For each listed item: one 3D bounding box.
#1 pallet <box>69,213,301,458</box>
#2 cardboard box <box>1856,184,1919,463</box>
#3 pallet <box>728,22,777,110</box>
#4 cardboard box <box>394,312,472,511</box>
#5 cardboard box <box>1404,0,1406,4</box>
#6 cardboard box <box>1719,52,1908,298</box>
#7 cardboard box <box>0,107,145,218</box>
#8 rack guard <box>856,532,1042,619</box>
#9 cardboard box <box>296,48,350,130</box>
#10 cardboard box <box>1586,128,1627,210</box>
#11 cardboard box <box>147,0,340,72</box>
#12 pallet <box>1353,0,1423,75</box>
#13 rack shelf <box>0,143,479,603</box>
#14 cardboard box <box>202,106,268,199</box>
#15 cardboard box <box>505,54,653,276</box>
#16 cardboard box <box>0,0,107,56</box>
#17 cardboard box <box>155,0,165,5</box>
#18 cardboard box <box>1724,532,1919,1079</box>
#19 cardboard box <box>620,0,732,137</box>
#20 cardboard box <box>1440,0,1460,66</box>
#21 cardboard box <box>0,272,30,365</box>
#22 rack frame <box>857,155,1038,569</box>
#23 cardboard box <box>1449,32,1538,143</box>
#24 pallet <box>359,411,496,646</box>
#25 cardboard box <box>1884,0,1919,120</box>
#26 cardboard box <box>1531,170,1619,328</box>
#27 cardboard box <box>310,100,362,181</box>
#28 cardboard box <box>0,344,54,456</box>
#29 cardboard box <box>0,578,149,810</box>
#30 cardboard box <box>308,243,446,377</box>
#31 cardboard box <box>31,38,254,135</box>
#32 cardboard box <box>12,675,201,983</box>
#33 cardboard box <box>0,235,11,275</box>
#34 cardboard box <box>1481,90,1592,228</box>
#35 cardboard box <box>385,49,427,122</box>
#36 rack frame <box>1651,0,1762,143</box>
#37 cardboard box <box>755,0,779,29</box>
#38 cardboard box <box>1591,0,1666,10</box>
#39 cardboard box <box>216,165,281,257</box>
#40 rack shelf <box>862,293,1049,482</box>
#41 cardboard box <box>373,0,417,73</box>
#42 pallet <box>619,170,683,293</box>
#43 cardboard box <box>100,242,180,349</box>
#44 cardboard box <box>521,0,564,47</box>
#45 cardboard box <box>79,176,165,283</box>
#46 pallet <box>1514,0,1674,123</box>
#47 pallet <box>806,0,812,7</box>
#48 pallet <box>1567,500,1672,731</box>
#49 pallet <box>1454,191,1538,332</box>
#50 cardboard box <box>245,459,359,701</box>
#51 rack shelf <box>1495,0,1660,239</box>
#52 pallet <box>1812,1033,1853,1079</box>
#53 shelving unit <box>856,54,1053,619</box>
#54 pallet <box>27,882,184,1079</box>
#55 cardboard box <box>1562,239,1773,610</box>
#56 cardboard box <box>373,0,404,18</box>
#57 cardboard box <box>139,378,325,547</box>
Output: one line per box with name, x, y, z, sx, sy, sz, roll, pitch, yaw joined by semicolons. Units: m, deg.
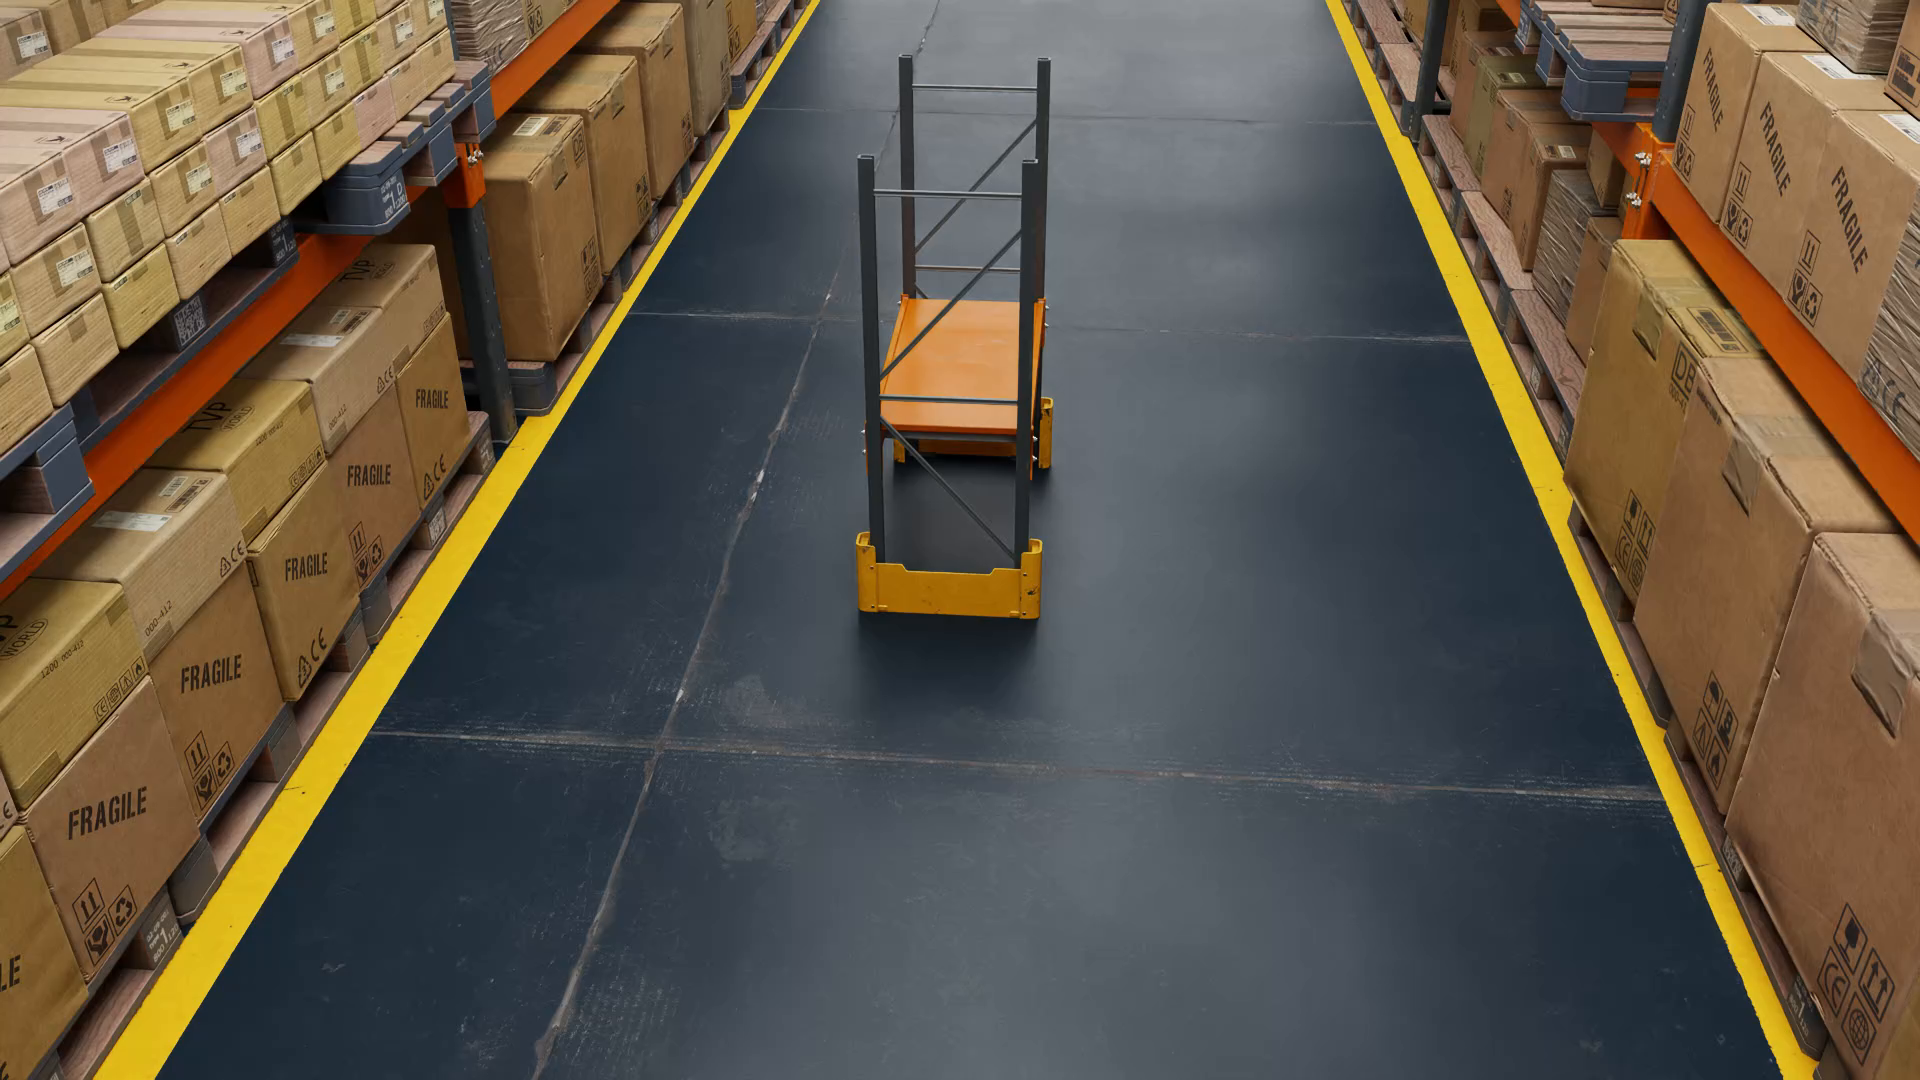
pallet;-2.330;-0.568;3.995;1.003;0.211;1.213;2;32;4
cardboard box;2.294;-0.422;3.481;0.500;0.500;0.500;3;32;4
pallet;-1.745;-2.985;10.393;1.003;0.211;1.213;2;32;4
cardboard box;-2.003;-0.446;5.596;0.500;0.500;0.500;2;32;4
cardboard box;3.225;-3.753;10.963;0.500;0.500;0.500;5;32;9
cardboard box;2.375;-0.952;4.340;0.500;0.500;0.500;2;32;3
cardboard box;-1.941;-0.782;3.432;0.380;0.149;0.250;4;32;6
rack guard;-0.034;0.114;5.327;0.587;0.250;0.087;2;32;4
cardboard box;-1.856;-1.199;4.392;0.380;0.149;0.250;3;32;4
cardboard box;2.783;-1.493;6.563;0.500;0.250;0.500;6;32;10
cardboard box;-1.855;-1.328;4.317;0.380;0.149;0.250;3;32;5
pallet;3.167;-3.318;10.934;1.003;0.211;1.213;2;32;4
rack shelf;-2.373;-0.334;4.119;1.077;0.370;4.000;2;32;4
cardboard box;-1.899;-0.932;3.960;0.380;0.149;0.250;3;32;5
cardboard box;-2.003;-1.679;7.360;1.050;0.750;0.750;3;32;5
cardboard box;-2.507;-1.371;4.387;0.380;0.149;0.250;1;32;2
cardboard box;-2.460;-1.637;4.820;0.380;0.149;0.250;2;32;3
cardboard box;2.504;0.593;3.554;1.225;0.875;0.875;1;32;2
cardboard box;-1.845;-2.670;8.968;1.050;0.750;0.750;2;32;4
cardboard box;3.162;-3.135;9.960;0.500;0.500;0.500;13;34;19
cardboard box;-1.985;-0.386;3.073;0.380;0.149;0.250;1;32;2
rack frame;-0.034;-0.417;4.998;0.500;1.500;0.032;2;32;4
cardboard box;2.979;-2.316;8.613;0.700;0.500;0.500;0;32;0
pallet;-2.275;-0.091;5.696;1.003;0.211;1.213;2;32;4
cardboard box;2.594;-1.169;3.736;0.797;0.503;0.637;3;32;5
cardboard box;2.792;-1.187;6.779;0.700;0.500;0.500;0;32;0
cardboard box;-1.859;-1.086;4.492;0.380;0.149;0.250;2;32;3
cardboard box;-1.983;-0.260;3.152;0.380;0.149;0.250;3;32;4
cardboard box;-2.171;0.318;3.643;0.500;0.250;0.500;3;32;5
cardboard box;-2.005;-0.751;5.378;0.500;0.250;0.500;2;32;3
cardboard box;-1.901;-1.059;3.882;0.380;0.149;0.250;4;32;6
cardboard box;-2.170;0.639;3.836;0.500;0.500;0.500;4;32;6
cardboard box;-1.982;-0.517;3.001;0.380;0.149;0.250;2;32;3
cardboard box;2.877;-1.775;7.734;0.700;0.500;0.500;0;32;0
cardboard box;-1.814;-1.351;4.922;0.380;0.149;0.250;2;32;4
rack frame;2.725;-1.422;5.198;1.000;3.000;0.127;2;32;4
cardboard box;-1.694;-3.850;10.762;0.875;0.875;0.875;3;32;4
cardboard box;2.675;-2.223;6.003;0.700;0.500;0.500;7;32;11
cardboard box;-1.902;-0.810;4.045;0.380;0.149;0.250;3;32;5
rack shelf;0.007;-0.530;5.523;0.538;0.185;1.000;2;32;4
cardboard box;-1.817;-1.467;4.828;0.380;0.149;0.250;4;32;6
pallet;-1.969;-1.544;8.055;1.003;0.211;1.213;2;32;4
cardboard box;-1.944;-0.536;3.600;0.380;0.149;0.250;2;32;3
cardboard box;-1.866;-2.218;6.395;0.500;0.500;0.500;2;32;4
cardboard box;-1.943;-0.666;3.527;0.380;0.149;0.250;2;32;3
pallet;2.677;-1.717;5.860;1.213;0.211;1.003;2;32;4
pallet;-1.546;-4.261;12.463;1.003;0.211;1.213;2;32;4
pallet;2.586;0.175;5.266;1.003;0.211;1.213;2;32;4
pallet;2.892;-1.279;7.625;1.003;0.211;1.213;2;32;4
cardboard box;-2.076;0.103;4.706;0.500;0.500;0.500;1;32;2
rack shelf;2.888;-2.161;7.083;1.077;0.370;4.000;2;32;4
pallet;2.387;1.450;3.195;1.003;0.211;1.213;2;32;4
shelving unit;0.006;-0.678;5.421;0.587;1.500;1.083;2;32;4
pallet;-2.474;1.185;3.625;1.003;0.211;1.213;2;32;4
cardboard box;2.648;-0.336;5.061;1.225;0.875;0.875;1;32;2
cardboard box;-1.816;-1.604;4.766;0.380;0.149;0.250;2;32;3
cardboard box;-2.092;-0.222;4.518;0.500;0.250;0.500;3;32;5
